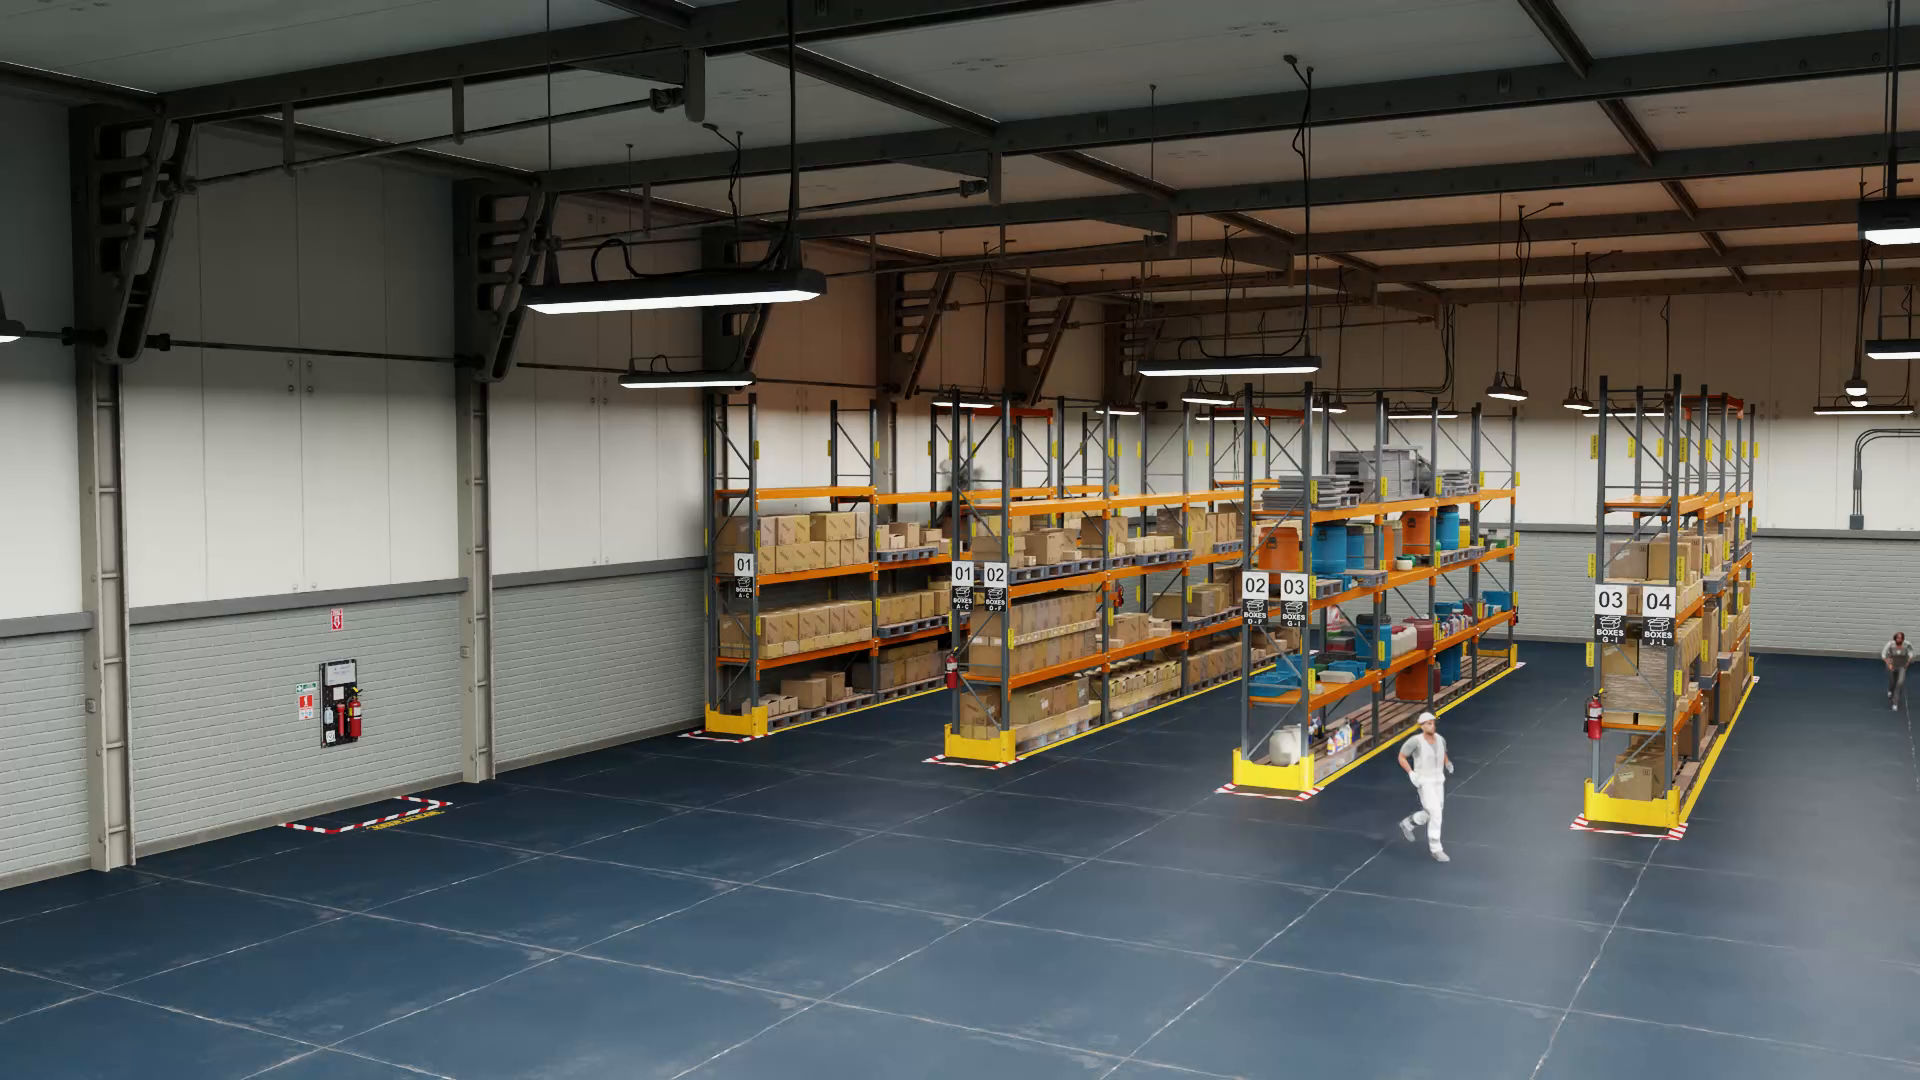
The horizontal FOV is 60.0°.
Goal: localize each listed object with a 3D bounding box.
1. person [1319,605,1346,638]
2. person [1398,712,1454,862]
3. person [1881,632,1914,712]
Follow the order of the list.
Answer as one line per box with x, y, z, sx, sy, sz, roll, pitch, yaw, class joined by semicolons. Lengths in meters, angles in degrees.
8.348;2.094;37.437;0.637;1.796;0.655;1;3;22;person
5.764;3.008;20.538;0.644;1.784;0.856;-2;3;-26;person
18.134;2.573;32.227;0.559;1.445;0.892;1;3;18;person
